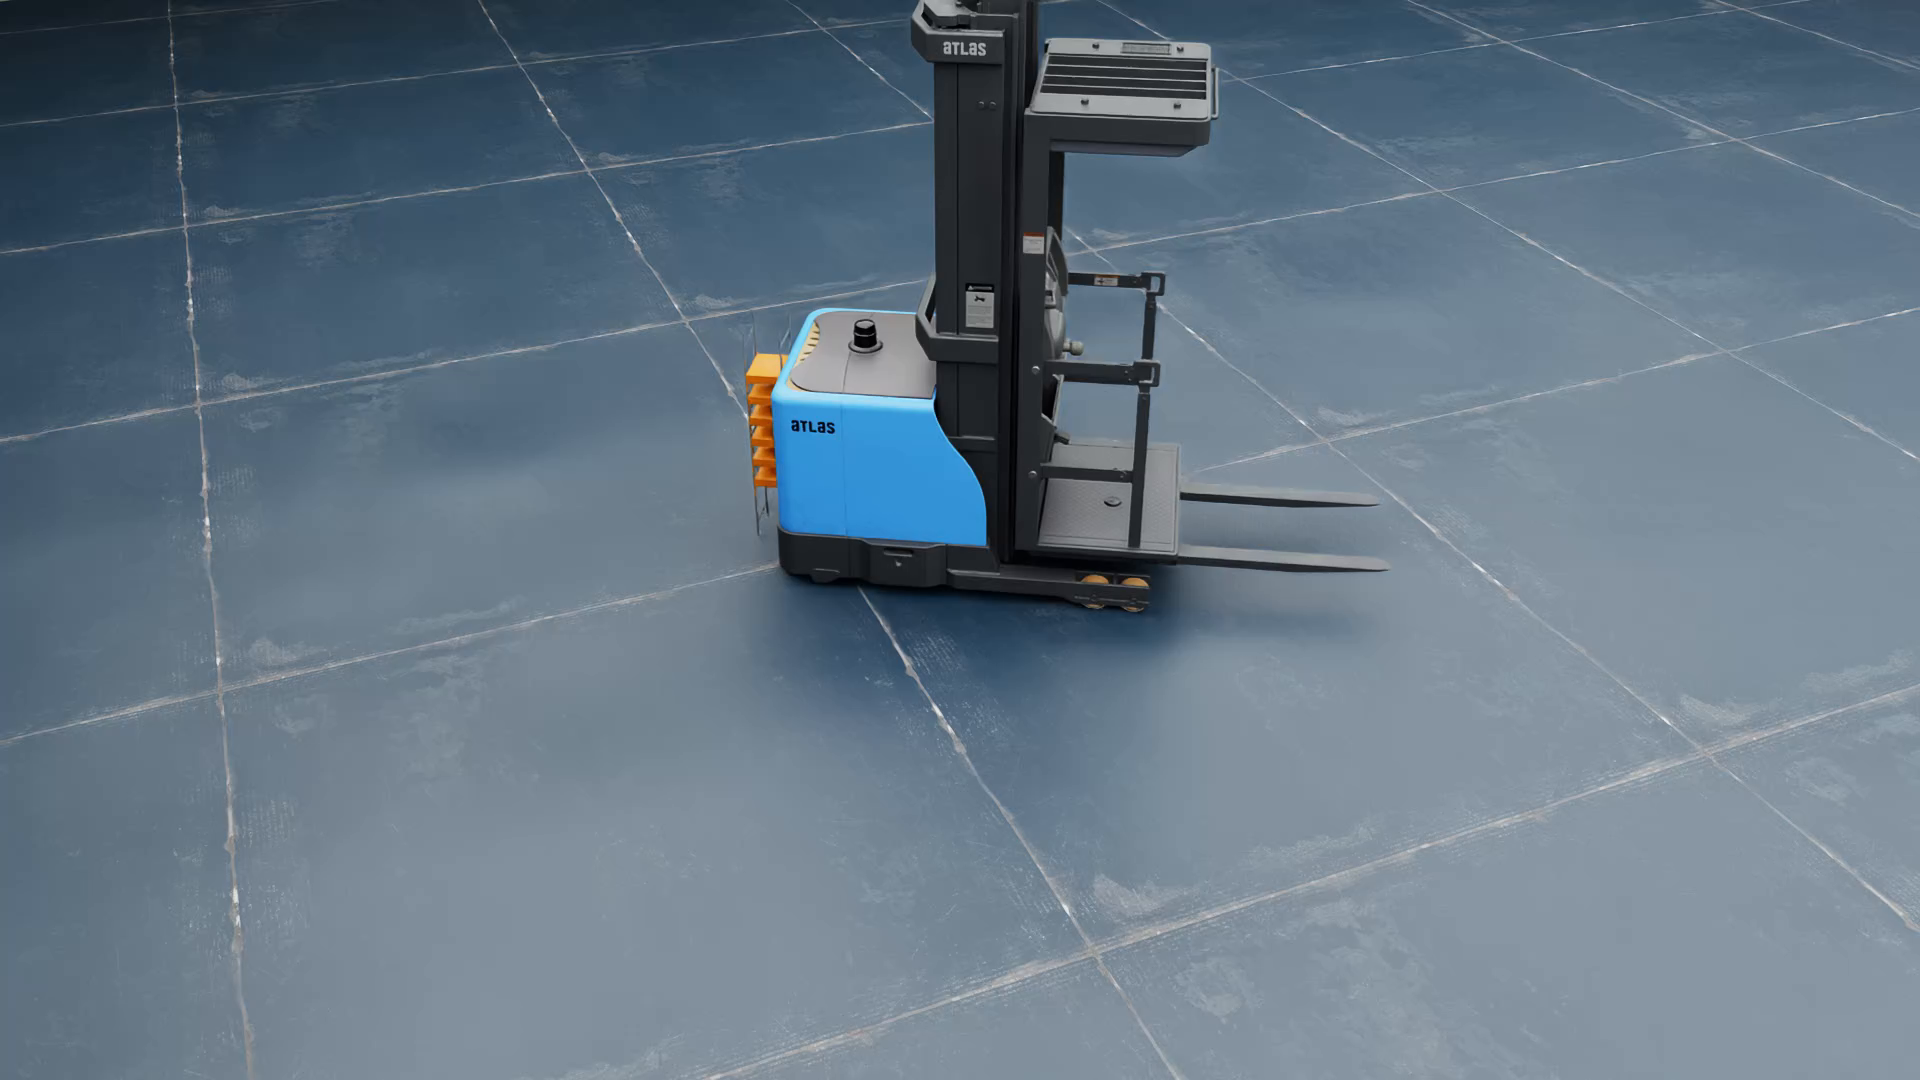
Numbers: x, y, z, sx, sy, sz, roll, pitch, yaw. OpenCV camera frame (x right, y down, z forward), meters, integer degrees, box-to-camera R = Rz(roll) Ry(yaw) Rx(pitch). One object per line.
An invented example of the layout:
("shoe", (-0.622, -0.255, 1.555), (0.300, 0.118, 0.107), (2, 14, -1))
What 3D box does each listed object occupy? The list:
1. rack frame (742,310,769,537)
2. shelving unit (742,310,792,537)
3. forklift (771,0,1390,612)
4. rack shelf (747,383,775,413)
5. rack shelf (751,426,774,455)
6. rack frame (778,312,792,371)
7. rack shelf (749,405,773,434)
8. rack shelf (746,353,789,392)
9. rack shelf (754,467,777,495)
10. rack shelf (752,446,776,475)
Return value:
("rack frame", (-1.049, -0.582, 8.544), (0.006, 1.200, 0.240), (4, 33, 6))
("shelving unit", (-0.958, -0.576, 8.534), (0.189, 1.200, 0.258), (4, 33, 6))
("forklift", (0.642, -1.184, 7.882), (3.031, 2.935, 1.130), (4, 33, 6))
("rack shelf", (-0.958, -0.740, 8.428), (0.180, 0.103, 0.258), (4, 33, 6))
("rack shelf", (-0.958, -0.538, 8.559), (0.180, 0.103, 0.258), (4, 33, 6))
("rack frame", (-0.868, -0.569, 8.525), (0.006, 1.200, 0.240), (4, 33, 6))
("rack shelf", (-0.958, -0.639, 8.493), (0.180, 0.103, 0.258), (4, 33, 6))
("rack shelf", (-0.958, -0.840, 8.362), (0.180, 0.103, 0.258), (4, 33, 6))
("rack shelf", (-0.958, -0.337, 8.690), (0.180, 0.103, 0.258), (4, 33, 6))
("rack shelf", (-0.958, -0.438, 8.624), (0.180, 0.103, 0.258), (4, 33, 6))
